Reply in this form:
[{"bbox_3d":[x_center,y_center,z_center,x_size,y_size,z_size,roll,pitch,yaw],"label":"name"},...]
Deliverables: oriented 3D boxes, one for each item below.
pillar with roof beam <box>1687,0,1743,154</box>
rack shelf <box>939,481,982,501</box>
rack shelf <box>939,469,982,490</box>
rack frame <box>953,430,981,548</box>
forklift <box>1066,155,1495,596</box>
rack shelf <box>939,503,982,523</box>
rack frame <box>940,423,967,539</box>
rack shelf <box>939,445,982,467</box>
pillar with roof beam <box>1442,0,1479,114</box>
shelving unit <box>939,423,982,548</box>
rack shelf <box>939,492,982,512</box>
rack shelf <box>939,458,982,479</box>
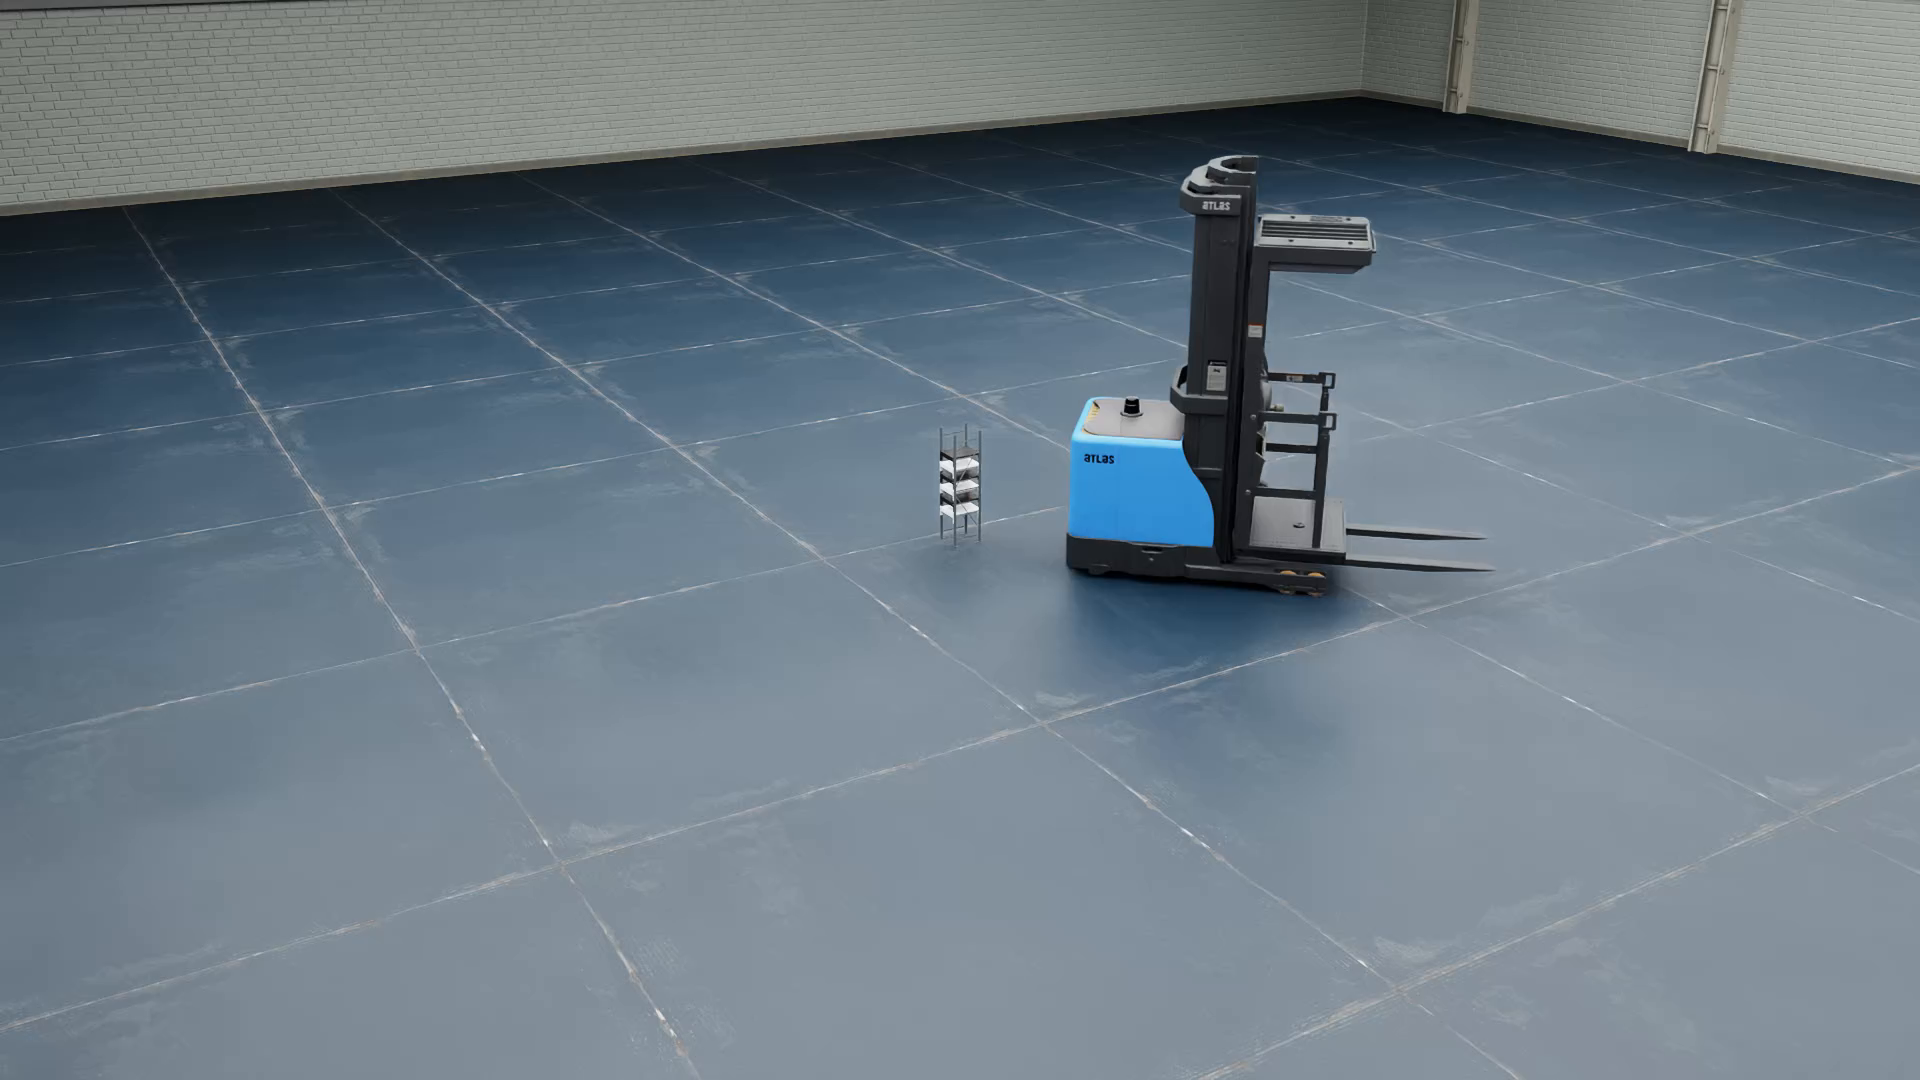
[{"bbox_3d":[9.745,-10.378,26.393,9.100,9.000,0.400,-13,25,-28],"label":"pillar with roof beam"},{"bbox_3d":[0.004,-0.383,12.648,0.258,0.077,0.200,-13,25,-28],"label":"rack shelf"},{"bbox_3d":[0.004,-0.467,12.614,0.258,0.077,0.200,-13,25,-28],"label":"rack shelf"},{"bbox_3d":[0.056,-0.381,12.555,0.240,0.900,0.006,-13,25,-28],"label":"rack frame"},{"bbox_3d":[2.348,-1.175,11.810,3.031,2.935,1.130,4,23,11],"label":"forklift"},{"bbox_3d":[0.004,-0.217,12.716,0.258,0.077,0.200,-13,25,-28],"label":"rack shelf"},{"bbox_3d":[-0.048,-0.447,12.717,0.240,0.900,0.006,-13,25,-28],"label":"rack frame"},{"bbox_3d":[0.004,-0.633,12.546,0.258,0.077,0.200,-13,25,-28],"label":"rack shelf"},{"bbox_3d":[6.680,-12.320,31.171,9.100,9.000,0.400,-13,25,-28],"label":"pillar with roof beam"},{"bbox_3d":[0.004,-0.414,12.636,0.258,0.900,0.210,-13,25,-28],"label":"shelving unit"},{"bbox_3d":[0.004,-0.300,12.682,0.258,0.077,0.200,-13,25,-28],"label":"rack shelf"},{"bbox_3d":[0.004,-0.550,12.580,0.258,0.077,0.200,-13,25,-28],"label":"rack shelf"}]
